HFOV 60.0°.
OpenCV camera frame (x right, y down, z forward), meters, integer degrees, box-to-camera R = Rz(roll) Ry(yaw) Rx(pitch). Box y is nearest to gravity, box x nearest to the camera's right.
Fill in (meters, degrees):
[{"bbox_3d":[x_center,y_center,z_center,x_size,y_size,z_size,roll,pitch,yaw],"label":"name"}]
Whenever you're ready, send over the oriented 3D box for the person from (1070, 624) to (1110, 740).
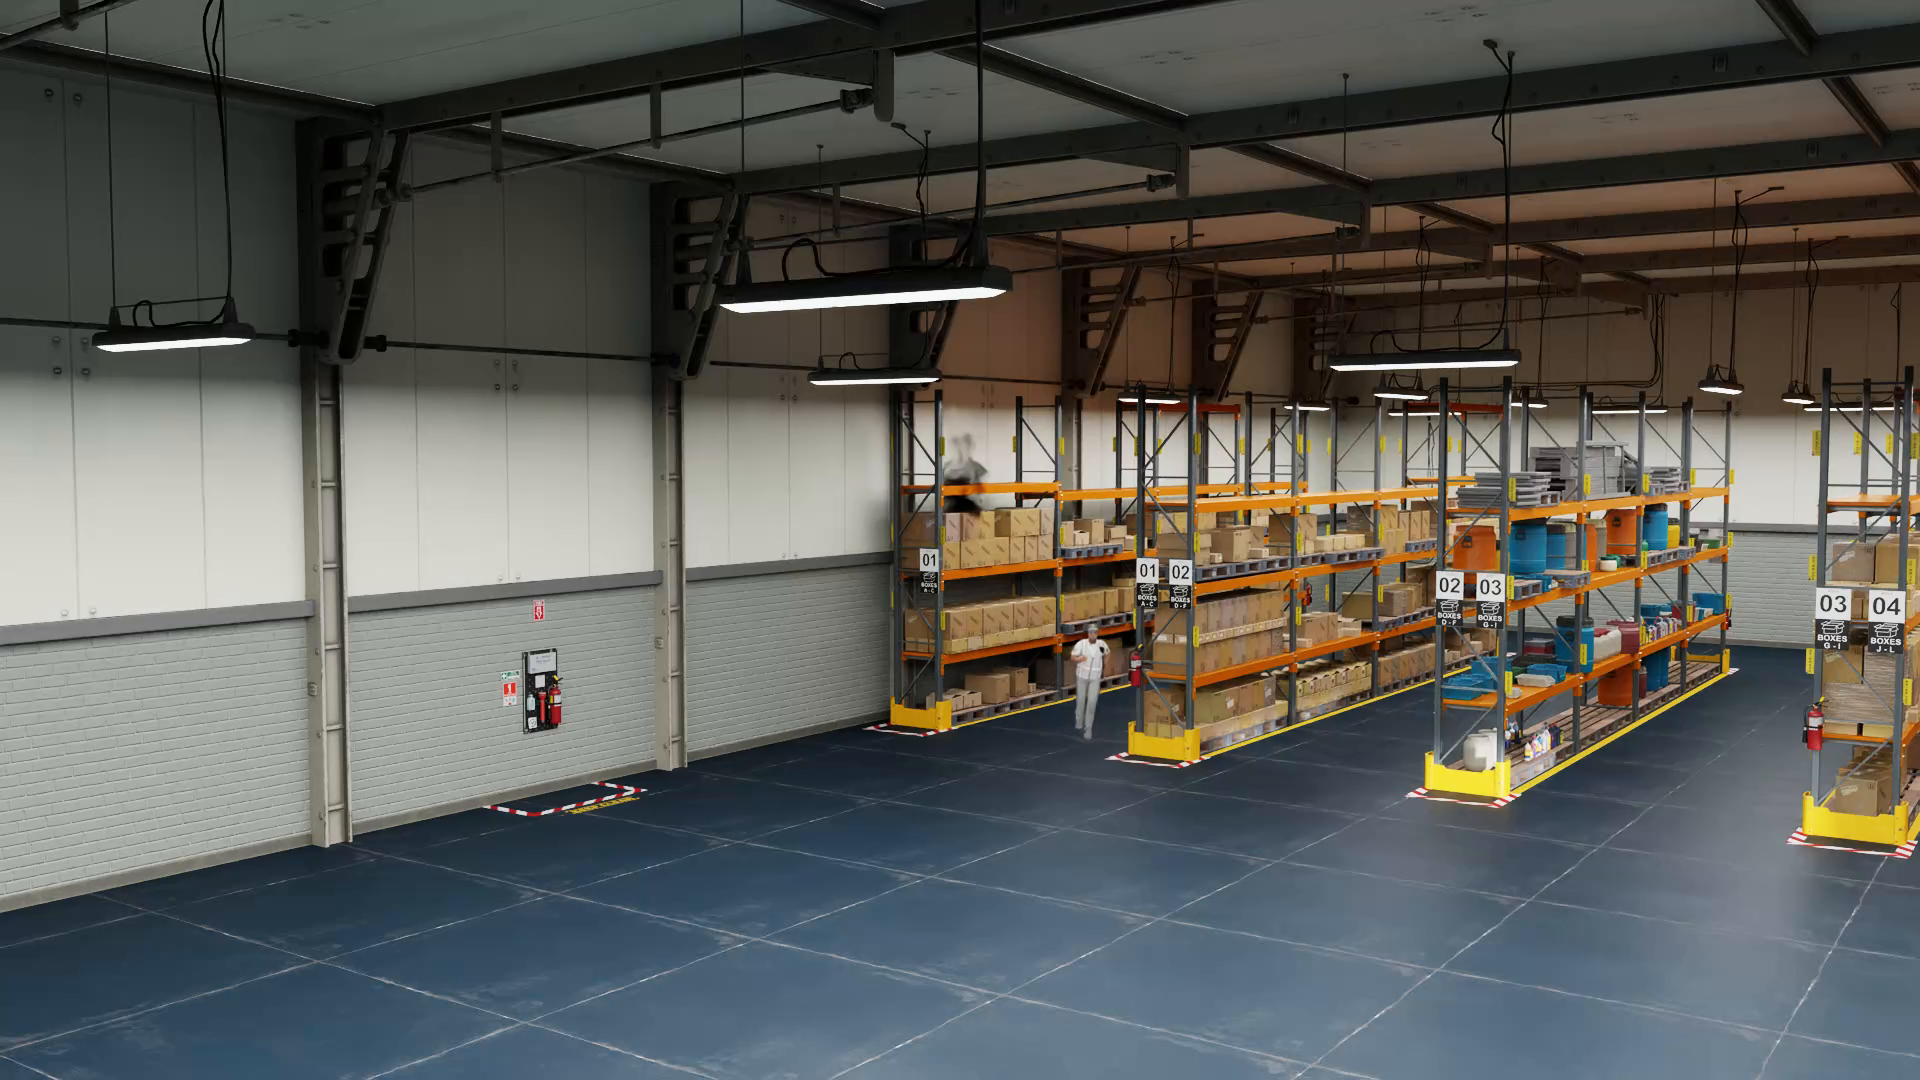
[{"bbox_3d":[2.145,2.306,27.399,0.659,1.881,0.743,0,3,3],"label":"person"}]
